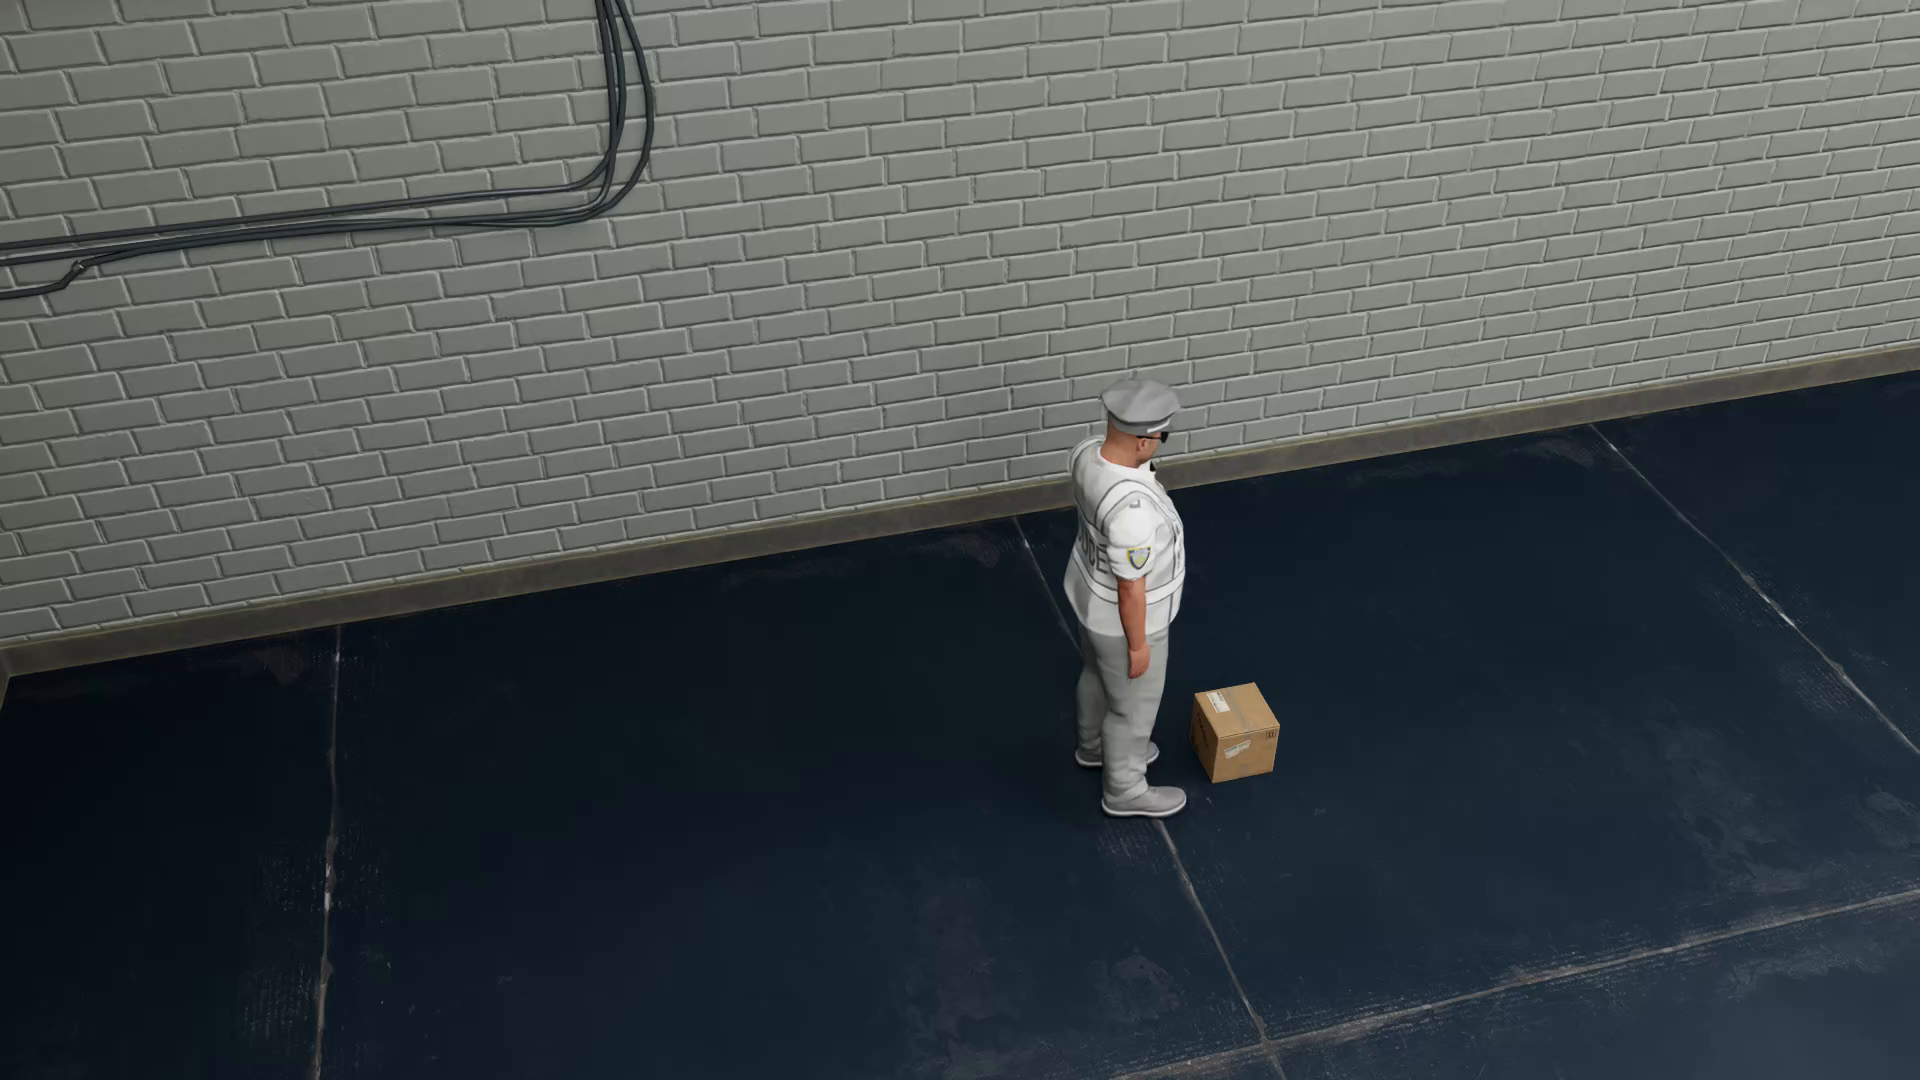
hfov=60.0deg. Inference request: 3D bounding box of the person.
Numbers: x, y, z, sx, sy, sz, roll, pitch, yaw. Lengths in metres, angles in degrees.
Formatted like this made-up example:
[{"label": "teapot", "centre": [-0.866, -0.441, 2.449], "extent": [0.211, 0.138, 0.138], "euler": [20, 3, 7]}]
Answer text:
[{"label": "person", "centre": [0.594, 0.218, 5.855], "extent": [0.438, 1.752, 0.535], "euler": [-9, 39, -12]}]
